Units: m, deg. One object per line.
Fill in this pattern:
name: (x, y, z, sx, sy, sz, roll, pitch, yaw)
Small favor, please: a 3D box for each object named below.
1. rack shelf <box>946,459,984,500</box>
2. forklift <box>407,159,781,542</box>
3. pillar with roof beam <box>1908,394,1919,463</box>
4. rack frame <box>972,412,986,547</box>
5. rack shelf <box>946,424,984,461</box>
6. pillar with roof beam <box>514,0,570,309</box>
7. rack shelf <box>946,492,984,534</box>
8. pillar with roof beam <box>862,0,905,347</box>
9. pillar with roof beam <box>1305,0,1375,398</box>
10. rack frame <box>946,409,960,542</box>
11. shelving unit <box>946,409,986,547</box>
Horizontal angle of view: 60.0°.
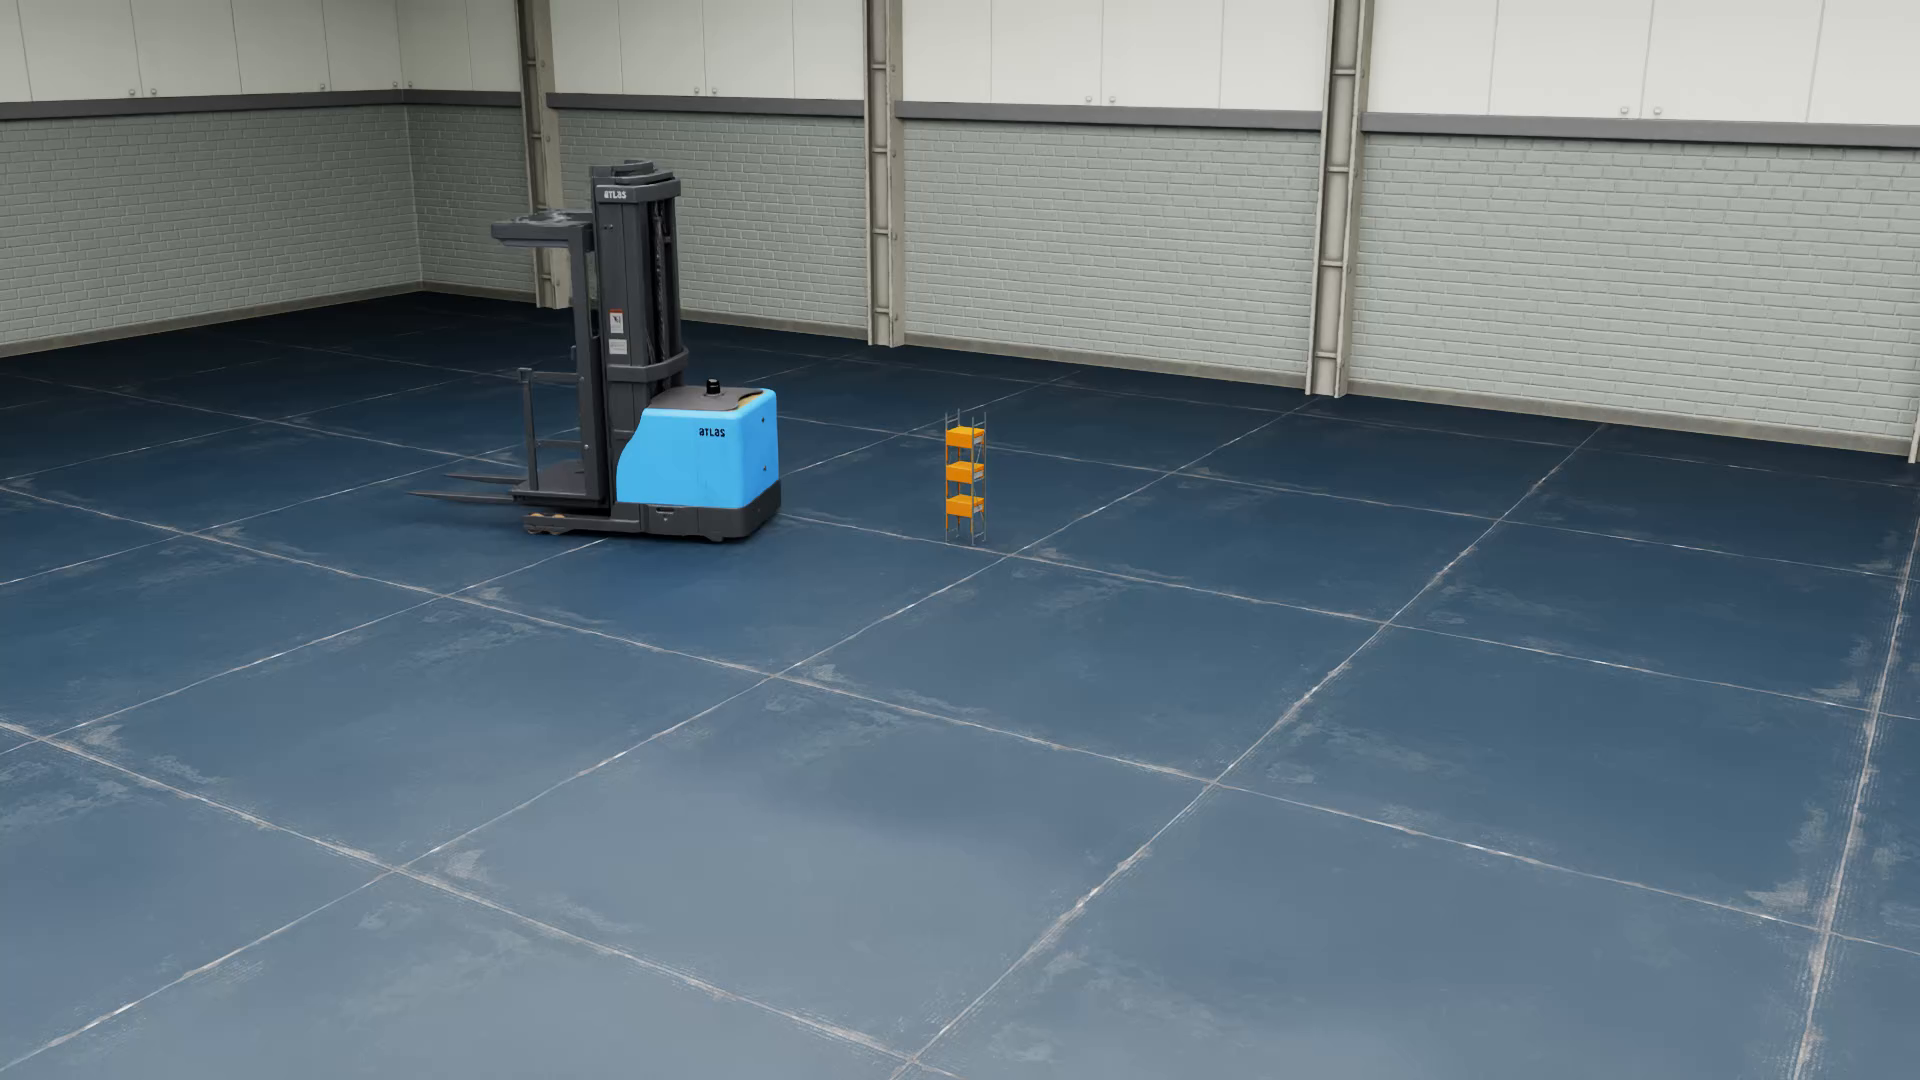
rack shelf: (0.046, -0.484, 13.205, 0.240, 0.259, 0.215, 10, 20, 30)
forklift: (-3.083, -1.586, 13.559, 3.031, 2.935, 1.130, 4, 17, 11)
pillar with roof beam: (7.011, -3.986, 11.019, 0.400, 9.000, 9.100, 10, 20, 30)
rack frame: (0.150, -0.476, 13.141, 0.008, 1.050, 0.200, 10, 20, 30)
rack shelf: (0.046, -0.756, 13.122, 0.240, 0.259, 0.215, 10, 20, 30)
pillar with roof beam: (-8.327, -6.724, 20.033, 0.400, 9.000, 9.100, 10, 20, 30)
rack shelf: (0.046, -0.218, 13.286, 0.240, 0.259, 0.215, 10, 20, 30)
pillar with roof beam: (-3.215, -5.811, 17.028, 0.400, 9.000, 9.100, 10, 20, 30)
pillar with roof beam: (1.898, -4.898, 14.024, 0.400, 9.000, 9.100, 10, 20, 30)
rack frame: (-0.058, -0.513, 13.263, 0.008, 1.050, 0.200, 10, 20, 30)
shelving unit: (0.046, -0.494, 13.202, 0.252, 1.050, 0.215, 10, 20, 30)
